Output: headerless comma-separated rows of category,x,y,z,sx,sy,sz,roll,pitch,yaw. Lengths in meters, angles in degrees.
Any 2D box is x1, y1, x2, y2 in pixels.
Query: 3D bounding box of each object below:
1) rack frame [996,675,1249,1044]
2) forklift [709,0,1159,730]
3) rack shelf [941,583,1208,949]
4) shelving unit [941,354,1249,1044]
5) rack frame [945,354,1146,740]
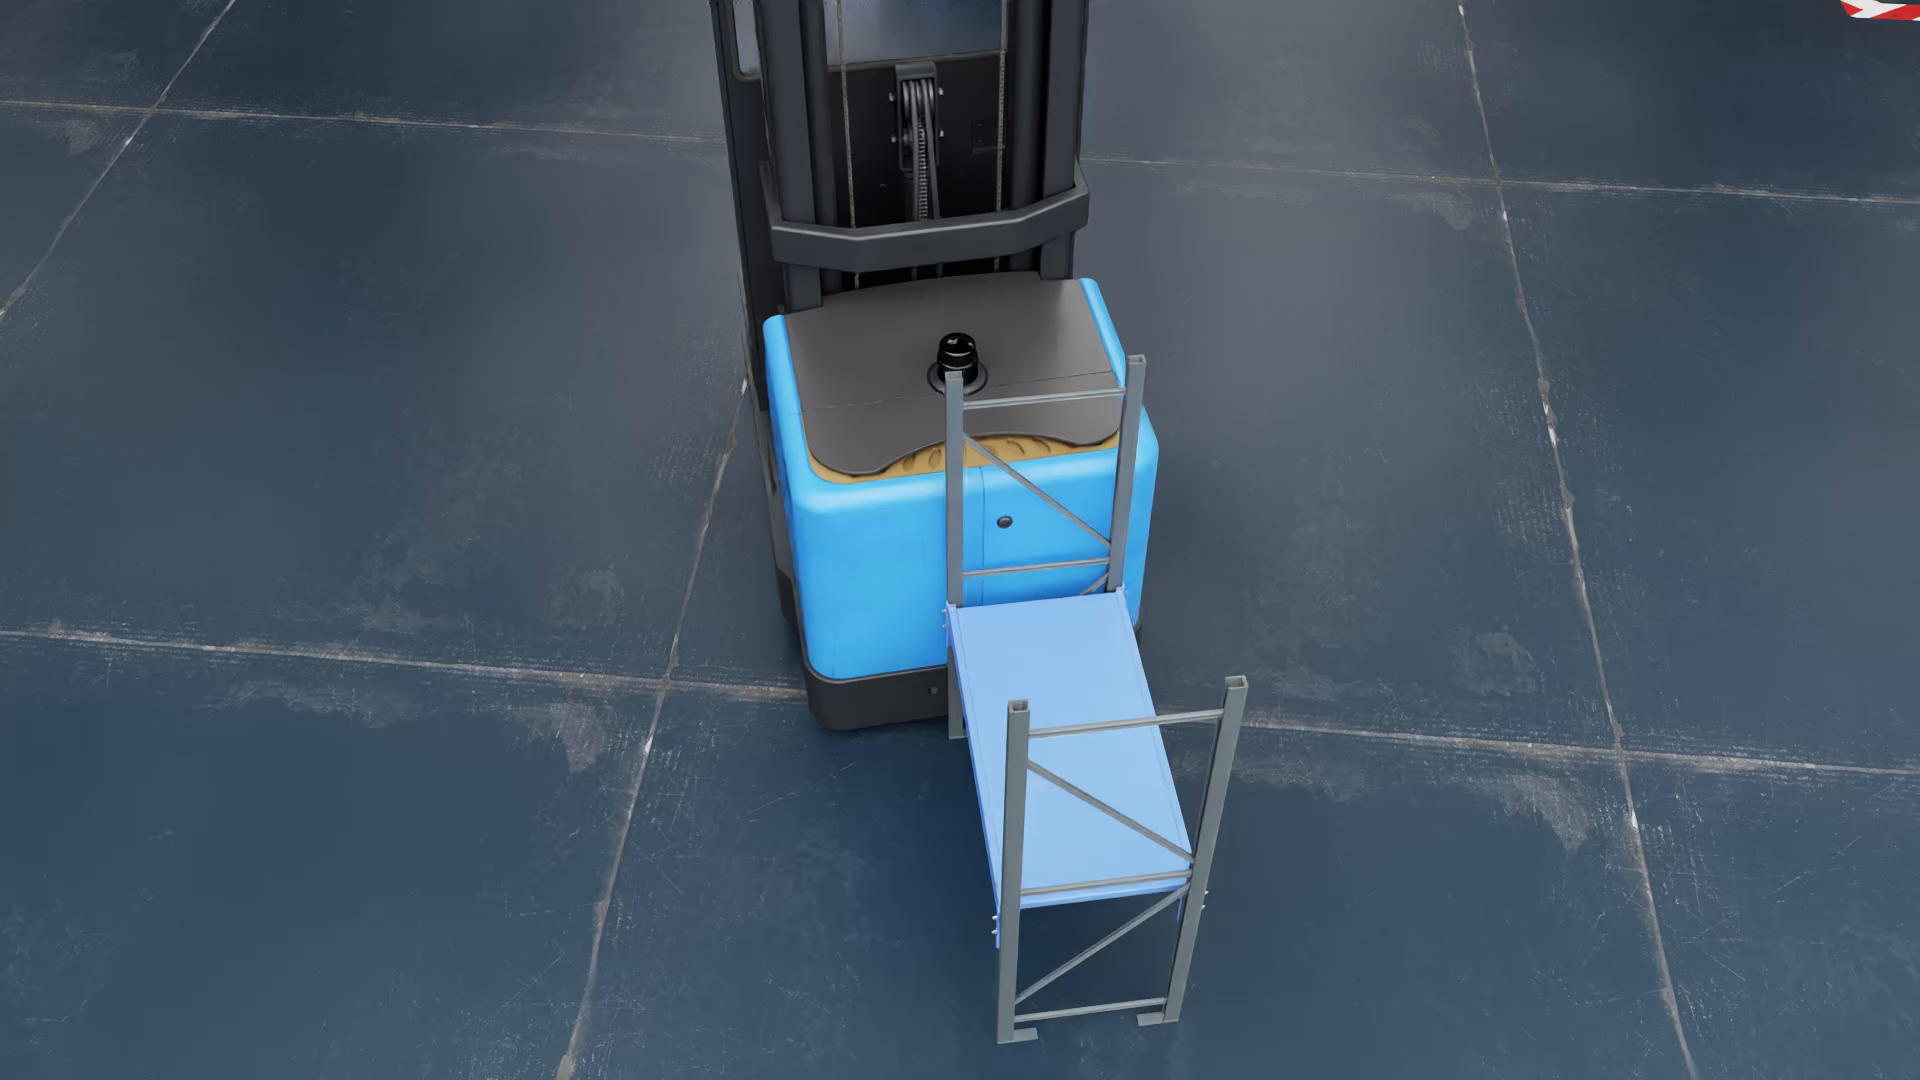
rack frame,0.347,0.823,3.981,0.500,1.500,0.032,-6,48,-5
forklift,-0.215,-1.511,5.146,1.130,2.935,3.031,-8,48,-7
rack shelf,0.280,0.573,4.453,0.538,0.185,1.000,-6,48,-5
shelving unit,0.280,0.451,4.321,0.538,1.500,1.048,-6,48,-5
rack frame,0.212,0.080,4.661,0.500,1.500,0.032,-6,48,-5
